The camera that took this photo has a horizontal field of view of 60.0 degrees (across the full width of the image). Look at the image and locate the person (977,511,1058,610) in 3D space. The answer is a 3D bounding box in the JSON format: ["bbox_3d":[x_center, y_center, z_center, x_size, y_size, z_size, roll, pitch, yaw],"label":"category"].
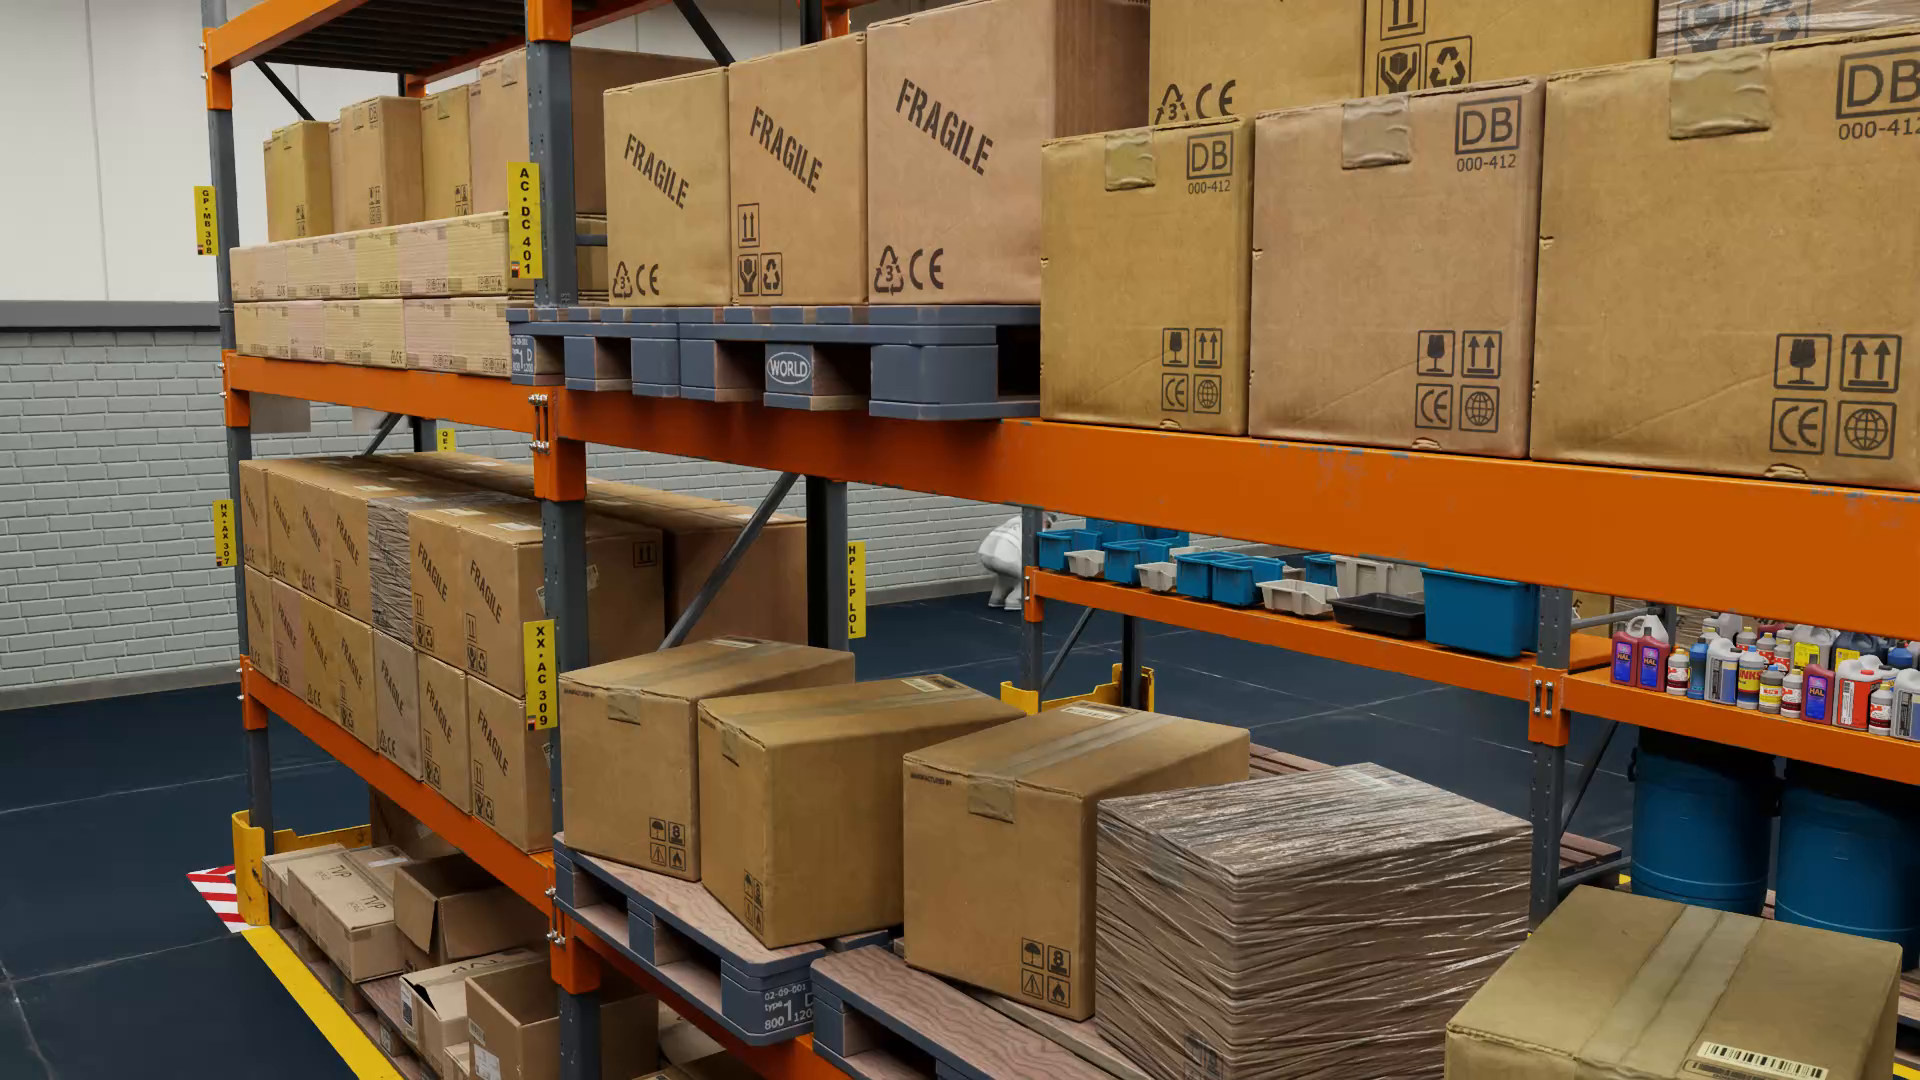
[{"bbox_3d":[0.628,0.189,17.135,0.970,1.024,0.532,-6,10,-37],"label":"person"}]
